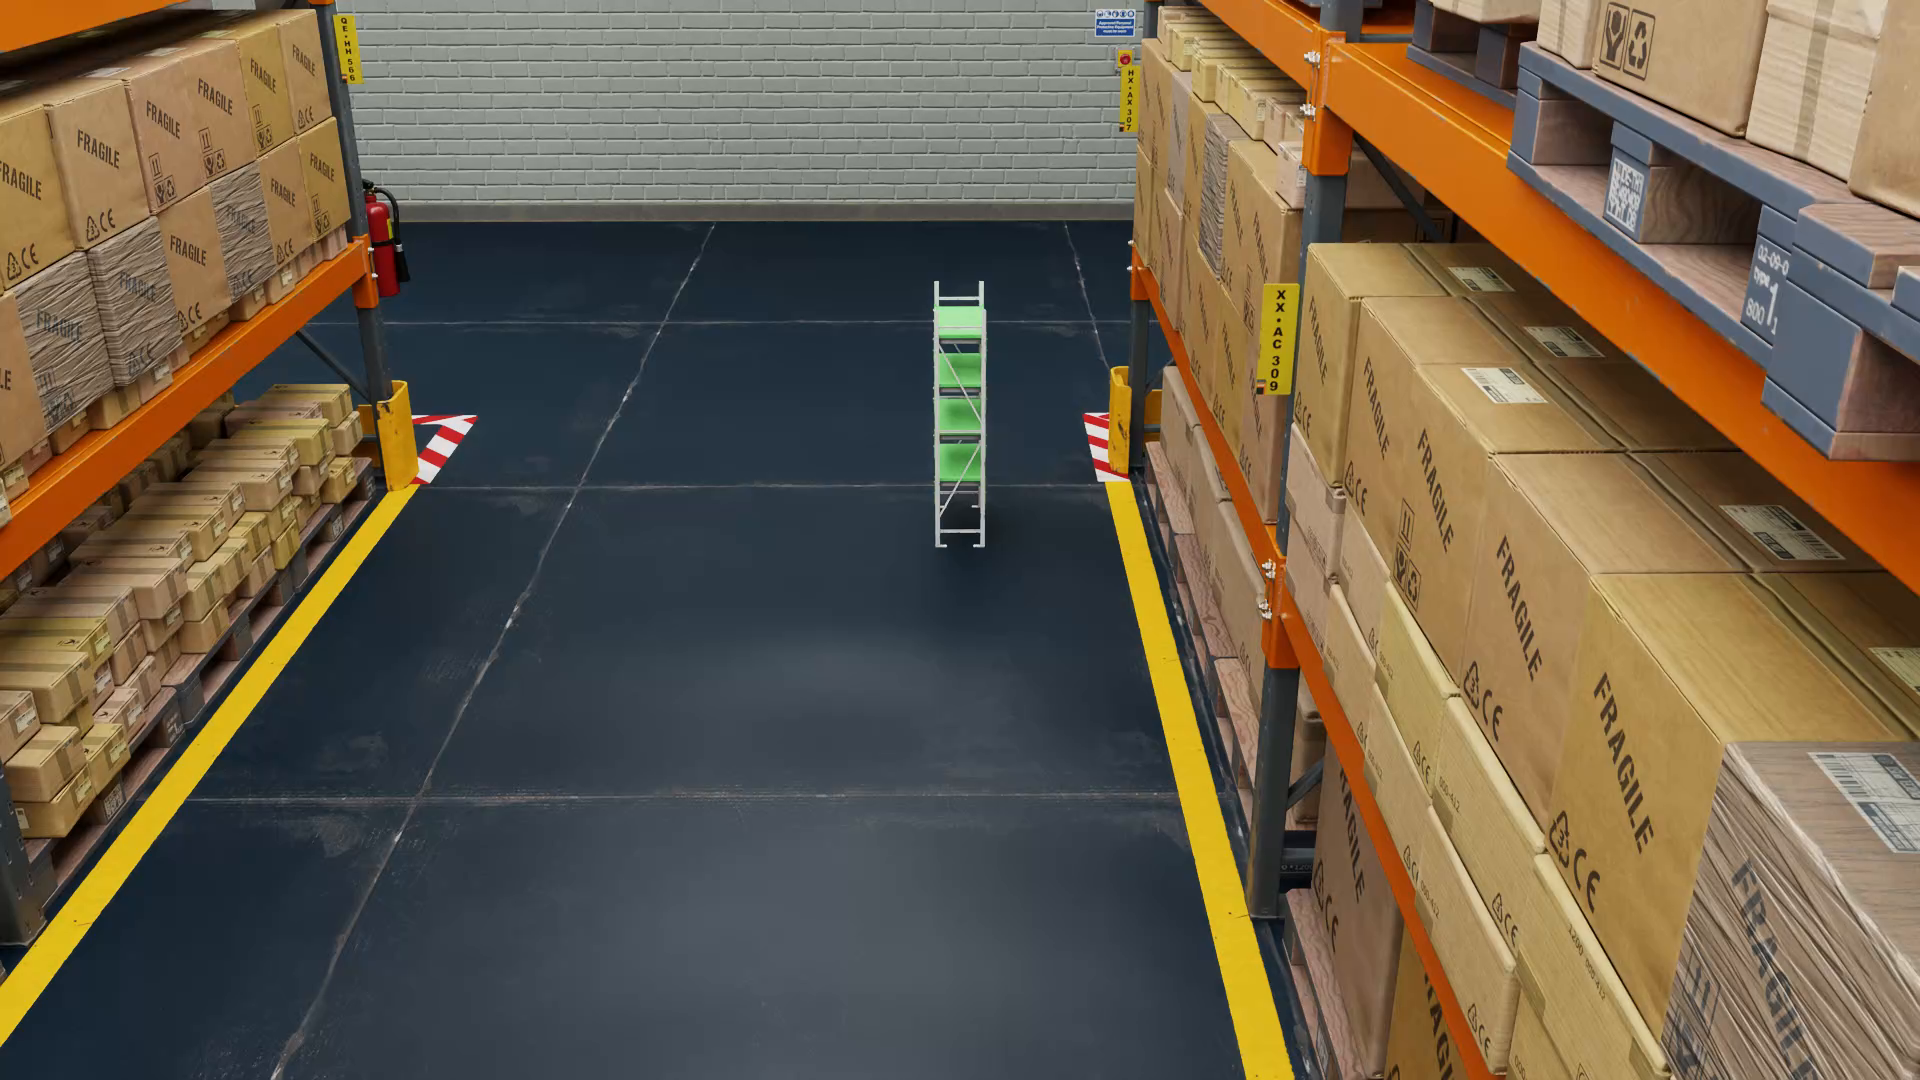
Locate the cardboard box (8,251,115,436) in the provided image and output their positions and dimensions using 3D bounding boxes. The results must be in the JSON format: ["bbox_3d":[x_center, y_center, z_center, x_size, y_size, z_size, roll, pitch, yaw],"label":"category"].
[{"bbox_3d":[-3.259,-0.667,5.601,0.500,0.500,0.500,0,24,-1],"label":"cardboard box"}]

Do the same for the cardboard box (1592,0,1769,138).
[{"bbox_3d":[1.190,-0.821,2.153,0.500,0.500,0.500,0,24,0],"label":"cardboard box"}]

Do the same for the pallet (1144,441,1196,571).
[{"bbox_3d":[1.499,-0.189,8.411,1.003,0.211,1.213,0,24,-1],"label":"pallet"}]

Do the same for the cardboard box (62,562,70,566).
[{"bbox_3d":[-3.720,0.116,6.942,0.380,0.149,0.250,1,24,2],"label":"cardboard box"}]

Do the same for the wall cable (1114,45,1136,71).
[{"bbox_3d":[1.327,-4.589,13.486,0.585,1.953,0.123,0,24,-1],"label":"wall cable"}]

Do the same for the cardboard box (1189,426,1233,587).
[{"bbox_3d":[1.538,-0.164,7.572,0.875,0.438,0.875,0,24,1],"label":"cardboard box"}]

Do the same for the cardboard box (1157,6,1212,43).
[{"bbox_3d":[1.139,-2.438,7.878,0.380,0.149,0.250,0,24,1],"label":"cardboard box"}]

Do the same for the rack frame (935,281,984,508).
[{"bbox_3d":[-0.004,-0.715,8.376,0.240,1.200,0.015,0,24,-1],"label":"rack frame"}]

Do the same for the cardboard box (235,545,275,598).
[{"bbox_3d":[-3.237,0.133,7.266,0.380,0.149,0.250,0,24,0],"label":"cardboard box"}]

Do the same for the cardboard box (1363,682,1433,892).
[{"bbox_3d":[1.193,0.535,3.609,0.500,0.250,0.500,0,24,-1],"label":"cardboard box"}]

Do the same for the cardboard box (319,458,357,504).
[{"bbox_3d":[-3.218,-0.296,8.213,0.380,0.149,0.250,0,24,1],"label":"cardboard box"}]

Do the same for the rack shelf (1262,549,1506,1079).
[{"bbox_3d":[1.478,1.012,3.246,1.077,0.370,4.000,0,24,-1],"label":"rack shelf"}]

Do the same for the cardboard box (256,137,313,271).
[{"bbox_3d":[-3.274,-1.509,7.465,0.500,0.500,0.500,-1,24,-1],"label":"cardboard box"}]

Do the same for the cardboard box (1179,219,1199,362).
[{"bbox_3d":[1.173,-1.011,6.723,0.500,0.500,0.500,1,24,1],"label":"cardboard box"}]

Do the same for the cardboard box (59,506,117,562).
[{"bbox_3d":[-3.738,-0.025,6.894,0.380,0.149,0.250,0,24,0],"label":"cardboard box"}]

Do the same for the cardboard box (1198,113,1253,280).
[{"bbox_3d":[1.162,-1.253,6.047,0.500,0.500,0.500,0,24,0],"label":"cardboard box"}]

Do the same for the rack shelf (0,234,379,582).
[{"bbox_3d":[-3.515,-0.573,6.749,1.077,0.370,4.000,0,24,-1],"label":"rack shelf"}]

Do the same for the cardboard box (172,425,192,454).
[{"bbox_3d":[-3.873,-0.453,7.840,0.380,0.149,0.250,0,24,-1],"label":"cardboard box"}]

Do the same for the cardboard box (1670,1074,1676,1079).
[{"bbox_3d":[1.231,0.939,2.109,0.500,0.250,0.500,-1,24,-2],"label":"cardboard box"}]

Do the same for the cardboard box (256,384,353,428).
[{"bbox_3d":[-3.277,-0.671,8.322,0.380,0.149,0.250,0,24,0],"label":"cardboard box"}]

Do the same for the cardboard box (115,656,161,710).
[{"bbox_3d":[-3.286,0.564,6.314,0.380,0.149,0.250,-1,24,-2],"label":"cardboard box"}]

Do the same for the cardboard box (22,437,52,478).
[{"bbox_3d":[-3.301,-0.296,5.569,0.380,0.149,0.250,-1,24,-3],"label":"cardboard box"}]

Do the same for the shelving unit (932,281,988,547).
[{"bbox_3d":[-0.002,-0.615,8.154,0.258,1.200,0.503,0,24,-1],"label":"shelving unit"}]

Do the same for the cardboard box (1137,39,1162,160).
[{"bbox_3d":[1.133,-2.091,7.898,0.500,0.500,0.500,-1,24,-2],"label":"cardboard box"}]

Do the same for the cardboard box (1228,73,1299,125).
[{"bbox_3d":[1.183,-1.589,6.003,0.380,0.149,0.250,-1,24,-2],"label":"cardboard box"}]

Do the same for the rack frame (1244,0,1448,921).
[{"bbox_3d":[1.456,-0.140,4.920,1.000,3.000,0.127,0,24,-1],"label":"rack frame"}]

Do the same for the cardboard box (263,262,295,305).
[{"bbox_3d":[-3.241,-1.166,7.493,0.380,0.149,0.250,0,24,1],"label":"cardboard box"}]

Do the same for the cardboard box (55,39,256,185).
[{"bbox_3d":[-3.263,-1.751,6.786,0.500,0.500,0.500,1,24,2],"label":"cardboard box"}]

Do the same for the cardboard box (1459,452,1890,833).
[{"bbox_3d":[1.221,0.170,2.899,0.500,0.500,0.500,-1,24,-1],"label":"cardboard box"}]

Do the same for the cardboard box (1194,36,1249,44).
[{"bbox_3d":[1.178,-2.006,6.924,0.380,0.149,0.250,0,24,0],"label":"cardboard box"}]

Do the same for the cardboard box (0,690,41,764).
[{"bbox_3d":[-3.290,0.617,5.473,0.380,0.149,0.250,1,24,2],"label":"cardboard box"}]

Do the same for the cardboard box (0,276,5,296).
[{"bbox_3d":[-3.254,-0.900,4.904,0.500,0.500,0.500,0,24,1],"label":"cardboard box"}]

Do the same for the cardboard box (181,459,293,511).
[{"bbox_3d":[-3.204,-0.244,7.377,0.380,0.149,0.250,1,24,1],"label":"cardboard box"}]

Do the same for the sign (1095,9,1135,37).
[{"bbox_3d":[1.278,-4.260,13.701,0.327,0.218,0.001,0,24,-1],"label":"sign"}]

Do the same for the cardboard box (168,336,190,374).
[{"bbox_3d":[-3.281,-0.733,6.535,0.380,0.149,0.250,1,24,1],"label":"cardboard box"}]

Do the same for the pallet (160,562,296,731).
[{"bbox_3d":[-3.552,0.414,7.079,1.003,0.211,1.213,0,24,-1],"label":"pallet"}]

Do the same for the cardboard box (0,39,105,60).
[{"bbox_3d":[-3.802,-1.753,6.790,0.500,0.500,0.500,-1,24,-2],"label":"cardboard box"}]

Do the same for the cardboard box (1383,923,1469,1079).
[{"bbox_3d":[1.560,1.264,3.884,0.875,0.875,0.875,0,24,1],"label":"cardboard box"}]

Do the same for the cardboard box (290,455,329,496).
[{"bbox_3d":[-3.238,-0.322,7.911,0.380,0.149,0.250,-1,24,-3],"label":"cardboard box"}]

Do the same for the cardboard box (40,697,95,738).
[{"bbox_3d":[-3.269,0.641,5.782,0.380,0.149,0.250,0,24,0],"label":"cardboard box"}]

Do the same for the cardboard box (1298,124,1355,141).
[{"bbox_3d":[1.240,-1.172,5.079,0.380,0.149,0.250,0,24,1],"label":"cardboard box"}]

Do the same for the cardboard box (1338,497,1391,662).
[{"bbox_3d":[1.212,0.098,3.970,0.500,0.250,0.500,0,24,0],"label":"cardboard box"}]

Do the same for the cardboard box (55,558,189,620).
[{"bbox_3d":[-3.232,0.187,6.425,0.380,0.149,0.250,0,24,1],"label":"cardboard box"}]

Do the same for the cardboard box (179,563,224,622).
[{"bbox_3d":[-3.227,0.212,6.731,0.380,0.149,0.250,0,24,-1],"label":"cardboard box"}]

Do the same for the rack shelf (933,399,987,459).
[{"bbox_3d":[-0.002,-0.557,8.180,0.258,0.148,0.480,0,24,-1],"label":"rack shelf"}]

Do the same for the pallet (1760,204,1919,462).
[{"bbox_3d":[1.439,-0.038,1.283,1.213,0.211,1.003,1,24,2],"label":"pallet"}]
